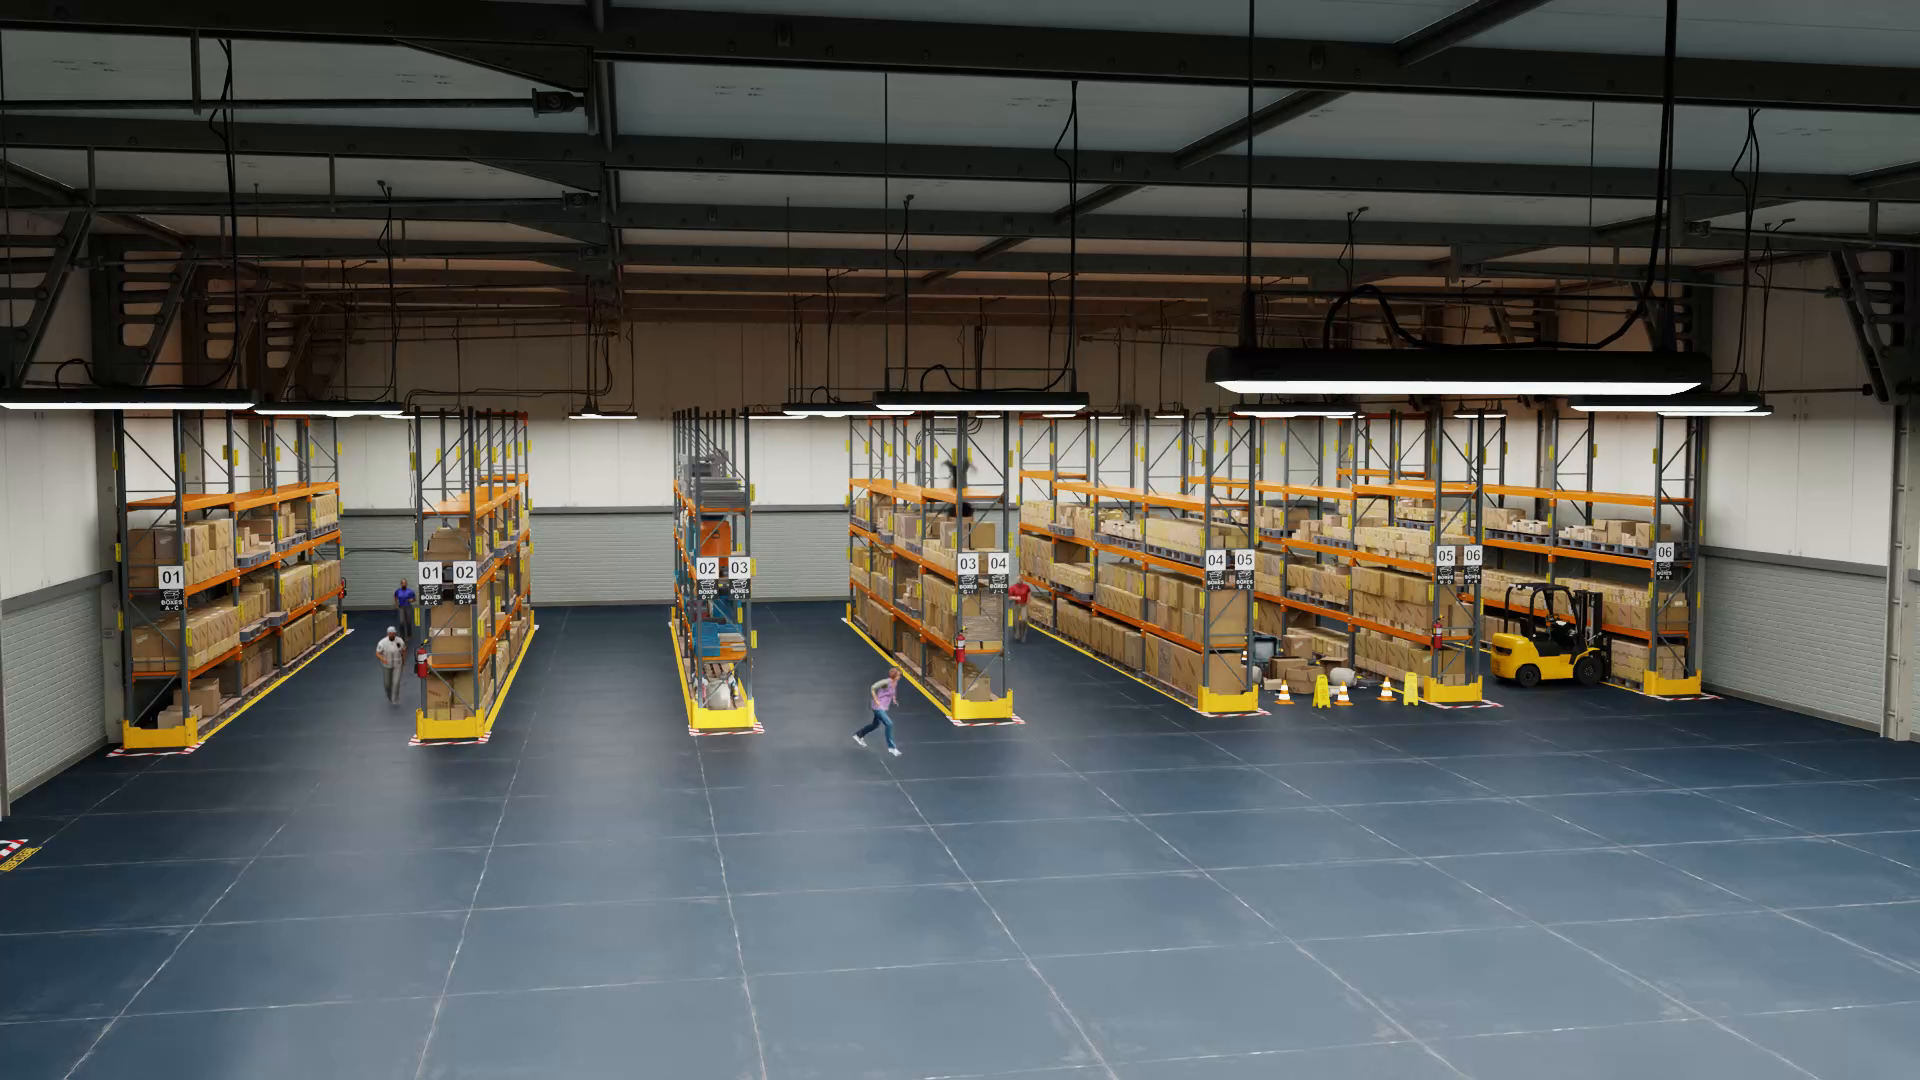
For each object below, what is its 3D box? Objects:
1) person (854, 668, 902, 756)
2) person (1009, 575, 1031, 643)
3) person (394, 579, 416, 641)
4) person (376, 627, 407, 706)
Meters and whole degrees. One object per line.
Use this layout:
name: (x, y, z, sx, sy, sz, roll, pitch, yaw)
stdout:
person: (-1.438, 2.944, 28.663, 0.920, 1.545, 0.575, 2, 5, 29)
person: (1.550, 1.804, 43.220, 0.632, 1.788, 0.854, 0, 4, -4)
person: (-14.295, 1.853, 42.842, 0.579, 1.683, 0.746, -1, 4, -11)
person: (-11.502, 2.538, 33.669, 0.604, 1.614, 0.715, -1, 4, -18)
